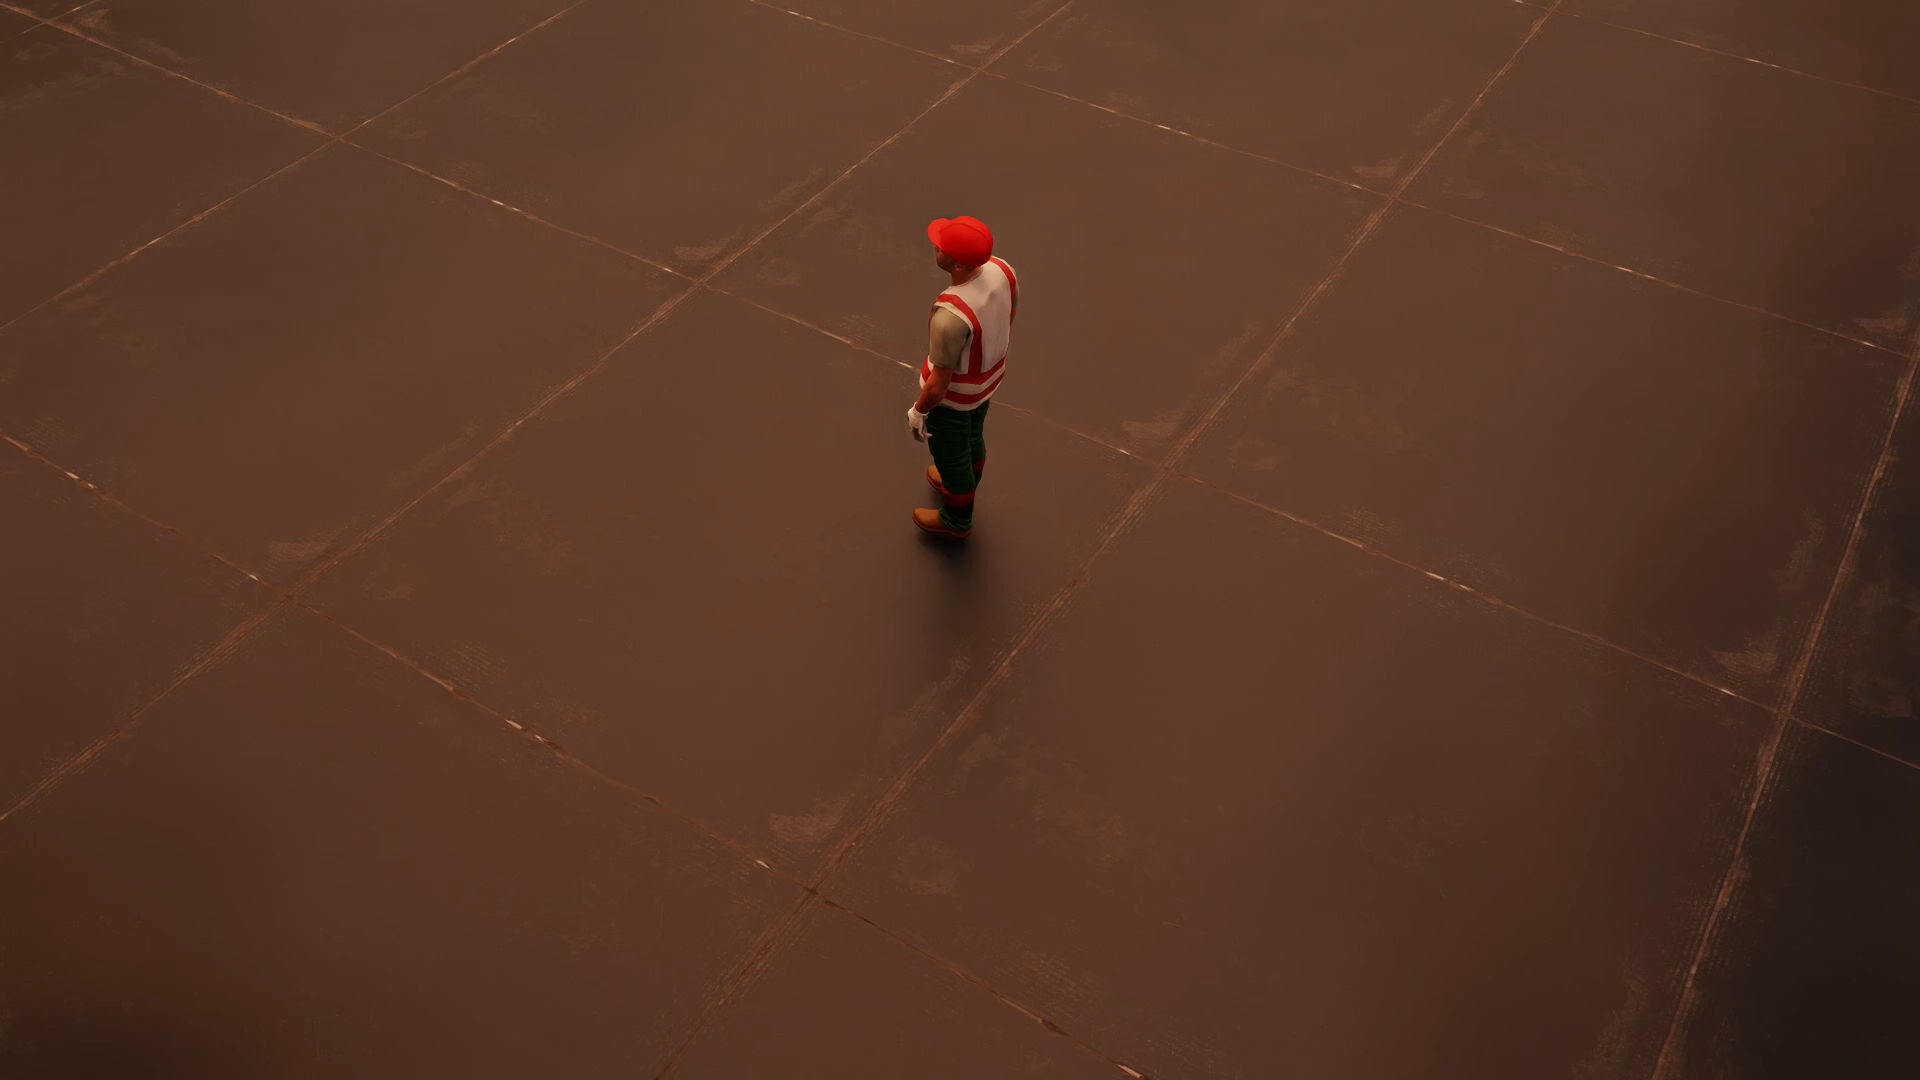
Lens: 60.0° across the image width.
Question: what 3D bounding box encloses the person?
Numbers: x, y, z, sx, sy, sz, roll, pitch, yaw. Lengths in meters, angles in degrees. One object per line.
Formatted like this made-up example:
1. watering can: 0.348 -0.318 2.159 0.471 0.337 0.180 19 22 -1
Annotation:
1. person: -0.060 -0.721 7.369 0.564 1.787 0.637 24 48 23
